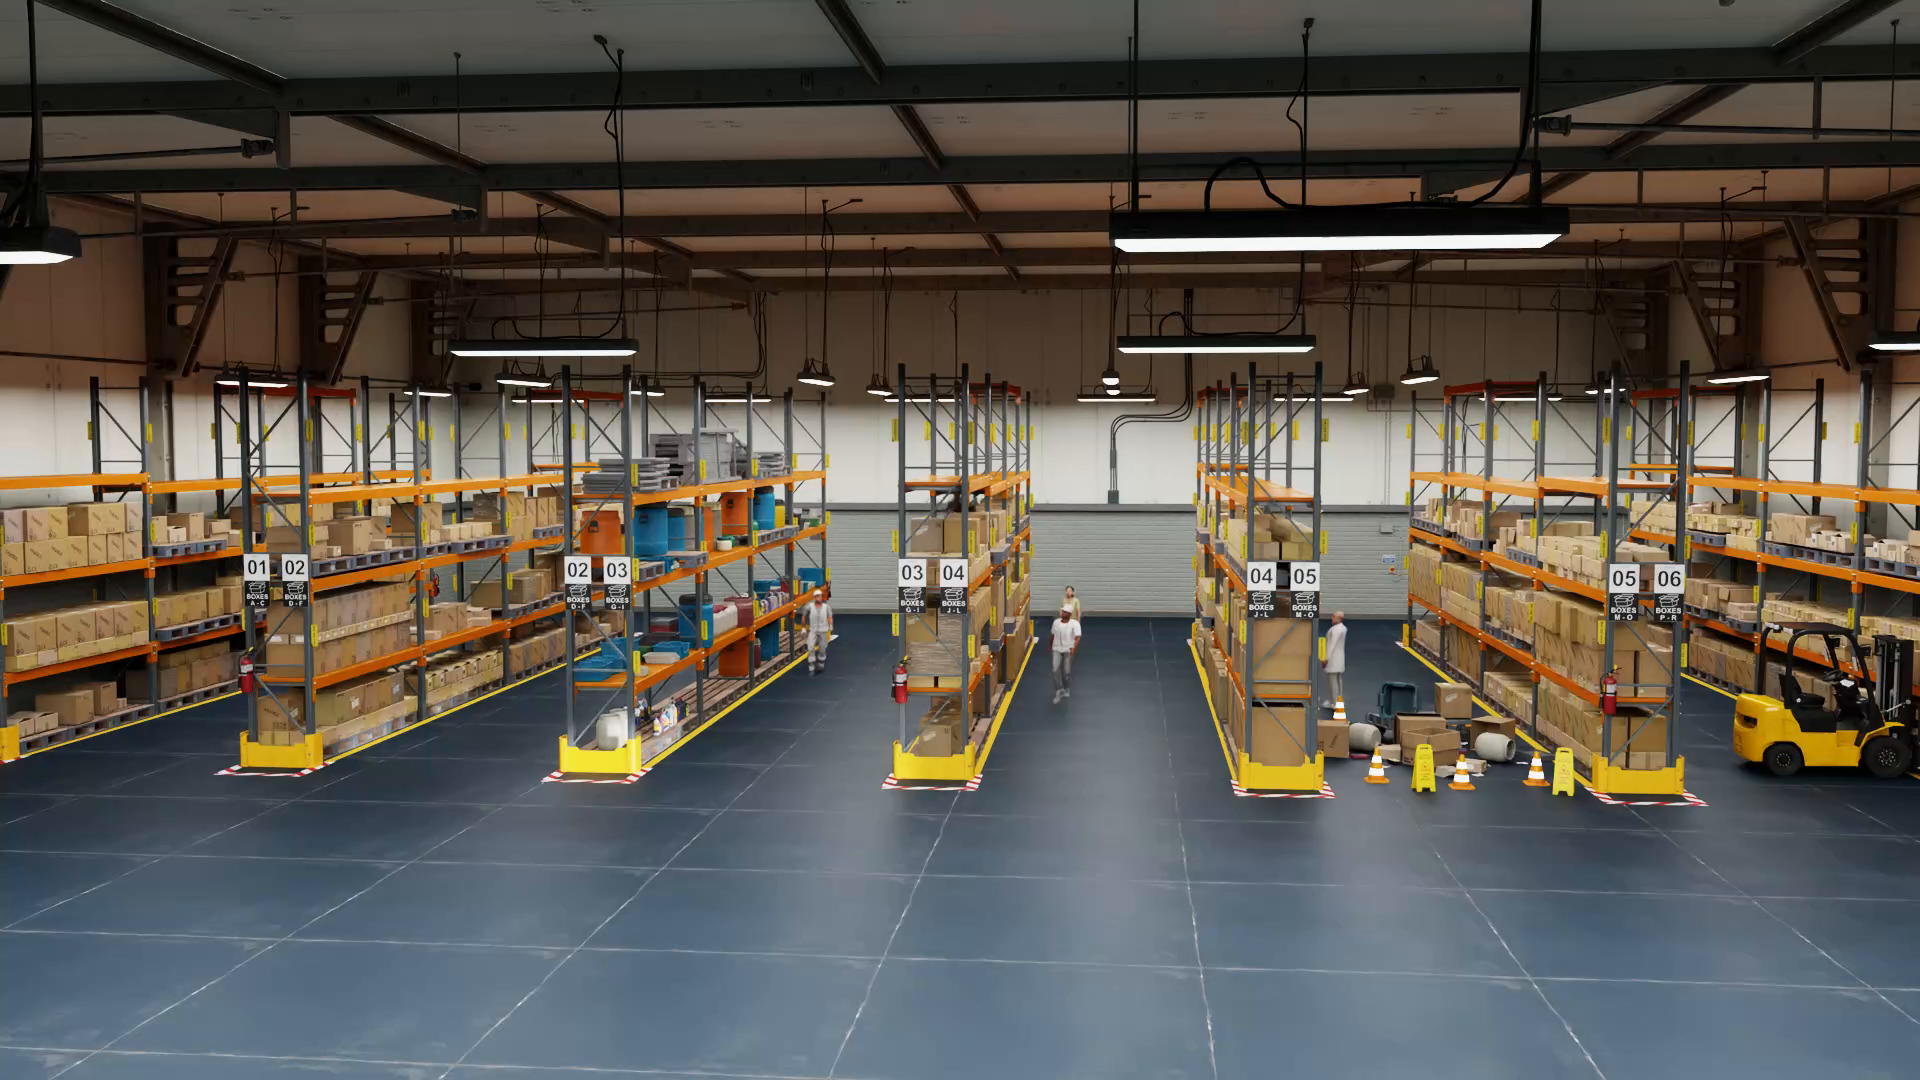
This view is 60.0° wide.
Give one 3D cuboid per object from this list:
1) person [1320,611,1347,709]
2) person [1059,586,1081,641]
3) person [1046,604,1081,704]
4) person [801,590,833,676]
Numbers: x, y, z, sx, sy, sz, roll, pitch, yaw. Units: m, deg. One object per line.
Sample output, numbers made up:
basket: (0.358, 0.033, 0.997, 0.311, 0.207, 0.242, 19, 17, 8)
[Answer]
person: (6.765, 2.173, 30.311, 0.645, 1.774, 0.546, -4, 5, -45)
person: (2.434, 1.833, 36.715, 0.475, 1.594, 1.021, 0, 4, 3)
person: (1.880, 2.090, 30.500, 0.678, 1.827, 0.657, 1, 4, 13)
person: (-2.962, 1.944, 34.613, 0.714, 1.812, 0.877, 0, 4, 6)
